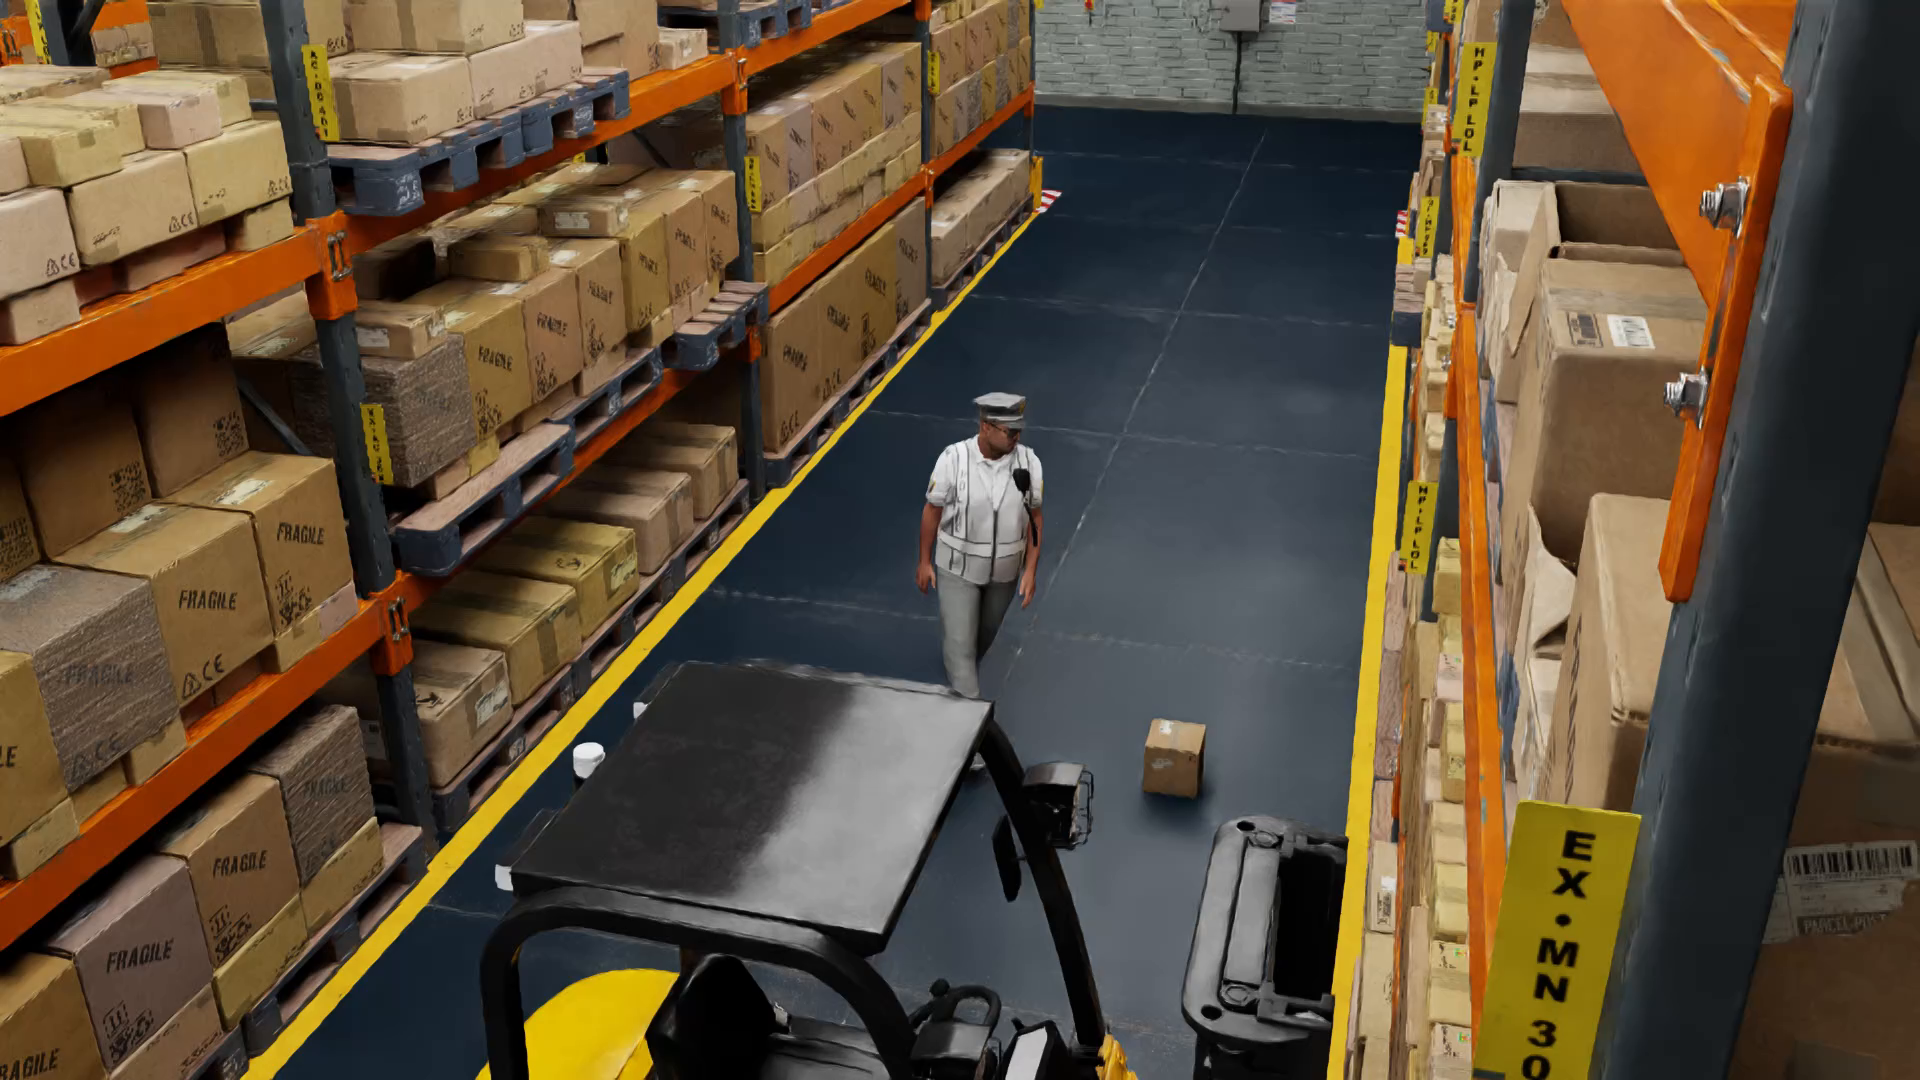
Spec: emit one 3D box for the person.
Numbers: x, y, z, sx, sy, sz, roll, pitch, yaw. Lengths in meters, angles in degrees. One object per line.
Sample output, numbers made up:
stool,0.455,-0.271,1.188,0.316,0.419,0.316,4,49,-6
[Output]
person,0.129,0.153,7.785,0.593,1.707,0.913,-7,26,-14
